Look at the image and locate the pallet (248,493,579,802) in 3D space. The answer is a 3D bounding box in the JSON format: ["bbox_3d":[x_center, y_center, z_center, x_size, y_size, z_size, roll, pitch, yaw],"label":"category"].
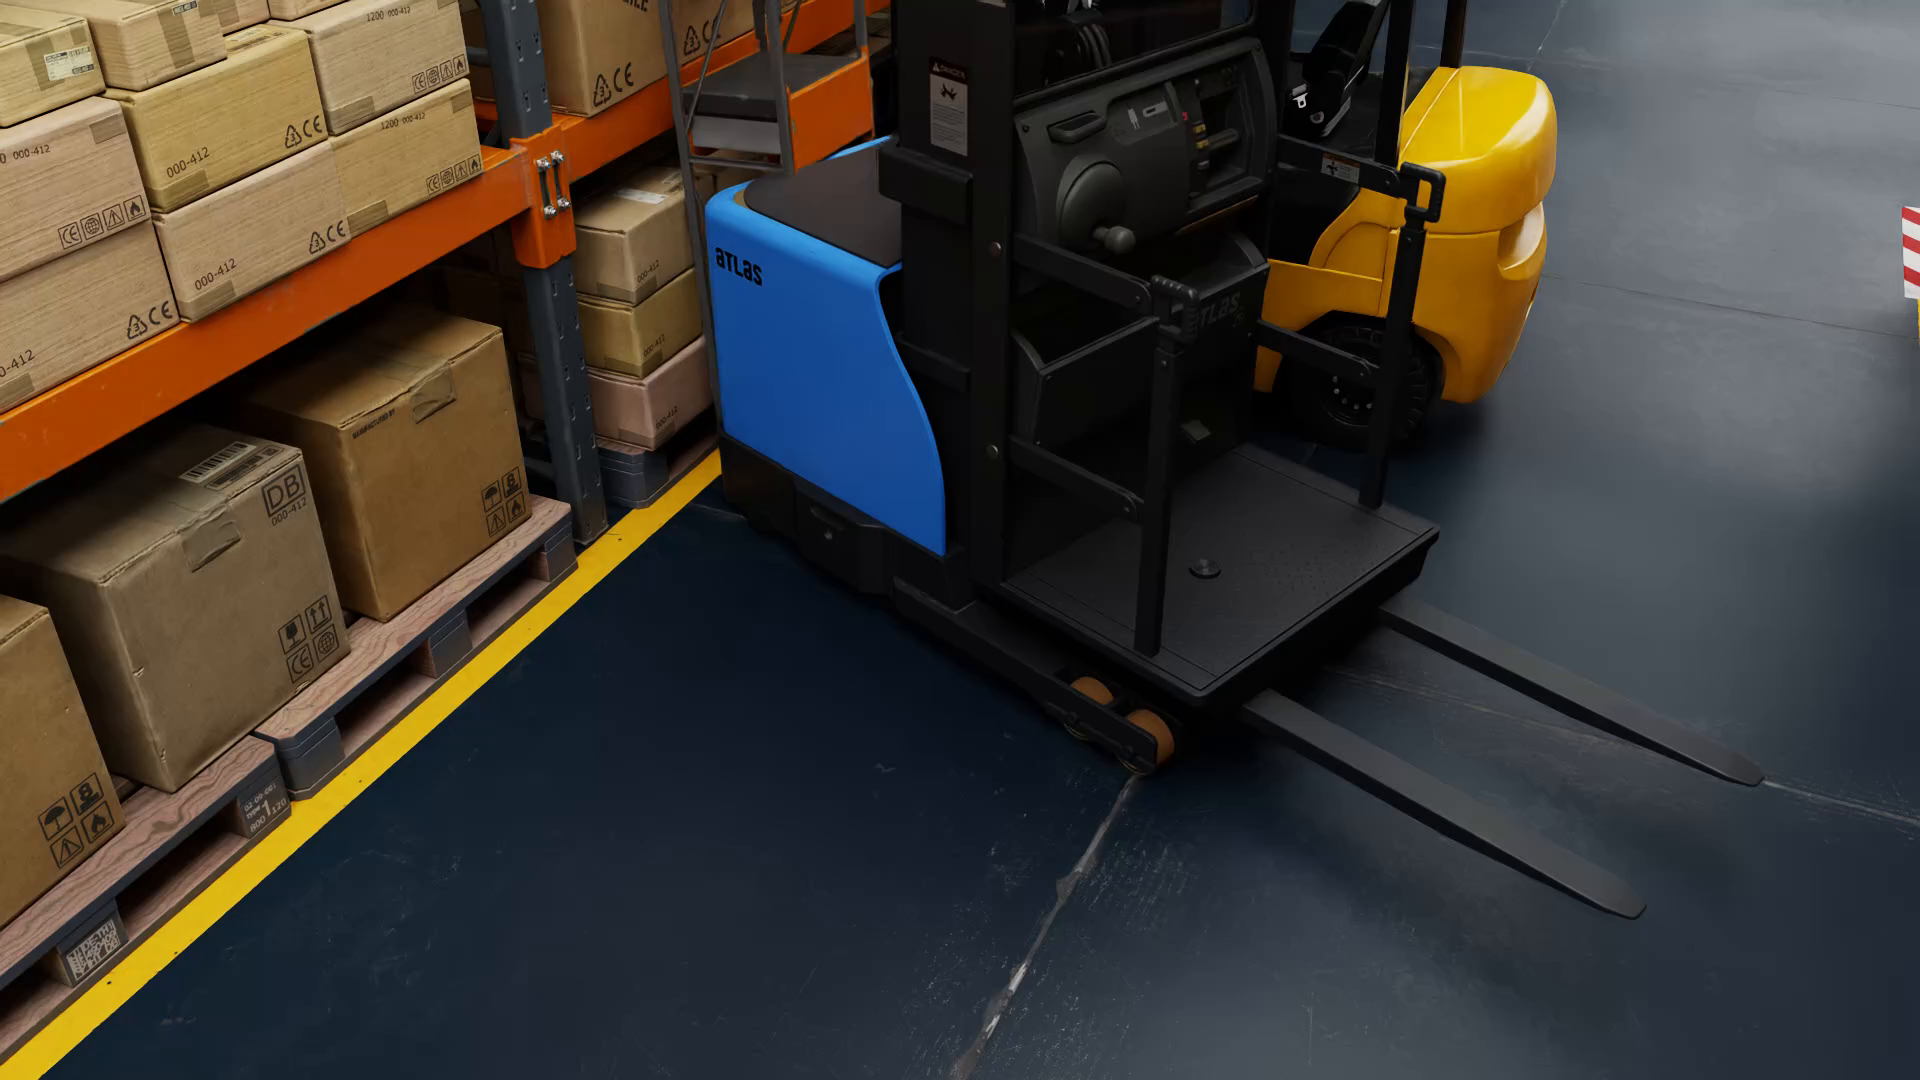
[{"bbox_3d":[-1.869,0.169,4.799,1.003,0.211,1.213,14,36,20],"label":"pallet"}]

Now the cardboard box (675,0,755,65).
[{"bbox_3d":[-0.971,-1.839,5.228,0.500,0.500,0.500,15,36,21],"label":"cardboard box"}]

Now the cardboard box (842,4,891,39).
[{"bbox_3d":[-0.243,-1.999,6.775,0.500,0.250,0.500,15,36,21],"label":"cardboard box"}]

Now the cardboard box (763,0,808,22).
[{"bbox_3d":[-0.760,-2.091,5.613,0.500,0.500,0.500,14,36,20],"label":"cardboard box"}]

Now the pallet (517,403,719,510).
[{"bbox_3d":[-1.226,-0.593,5.962,1.003,0.211,1.213,14,36,20],"label":"pallet"}]

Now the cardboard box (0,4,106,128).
[{"bbox_3d":[-1.936,-0.945,3.272,0.380,0.149,0.250,13,36,19],"label":"cardboard box"}]

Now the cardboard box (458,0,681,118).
[{"bbox_3d":[-1.174,-1.576,4.826,0.500,0.500,0.500,13,35,19],"label":"cardboard box"}]

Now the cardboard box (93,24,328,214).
[{"bbox_3d":[-1.779,-0.958,3.656,0.500,0.250,0.500,13,36,19],"label":"cardboard box"}]

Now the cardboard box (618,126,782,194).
[{"bbox_3d":[-0.886,-1.238,5.615,0.500,0.250,0.500,14,36,21],"label":"cardboard box"}]

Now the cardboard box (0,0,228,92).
[{"bbox_3d":[-1.769,-1.061,3.449,0.380,0.149,0.250,13,35,19],"label":"cardboard box"}]

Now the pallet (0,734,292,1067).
[{"bbox_3d":[-2.379,0.779,3.869,1.003,0.211,1.213,14,36,20],"label":"pallet"}]

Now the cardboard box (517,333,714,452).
[{"bbox_3d":[-1.094,-0.563,5.498,0.500,0.250,0.500,15,36,21],"label":"cardboard box"}]

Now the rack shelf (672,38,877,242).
[{"bbox_3d":[-0.559,-1.223,5.157,0.431,0.518,0.480,11,33,24],"label":"rack shelf"}]

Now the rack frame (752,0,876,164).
[{"bbox_3d":[-0.453,-1.351,5.337,0.400,2.100,0.015,11,33,24],"label":"rack frame"}]

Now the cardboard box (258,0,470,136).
[{"bbox_3d":[-1.570,-1.216,4.050,0.500,0.250,0.500,13,36,19],"label":"cardboard box"}]

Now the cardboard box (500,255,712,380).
[{"bbox_3d":[-1.114,-0.778,5.369,0.500,0.250,0.500,14,36,20],"label":"cardboard box"}]

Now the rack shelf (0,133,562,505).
[{"bbox_3d":[-2.433,-0.076,3.286,1.077,0.370,4.000,14,36,20],"label":"rack shelf"}]

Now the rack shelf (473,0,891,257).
[{"bbox_3d":[-0.760,-2.068,6.324,1.077,0.370,4.000,14,36,20],"label":"rack shelf"}]

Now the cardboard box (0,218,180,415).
[{"bbox_3d":[-2.011,-0.507,3.424,0.500,0.250,0.500,14,36,21],"label":"cardboard box"}]

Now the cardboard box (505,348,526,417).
[{"bbox_3d":[-1.577,-0.687,5.686,0.500,0.250,0.500,15,36,21],"label":"cardboard box"}]

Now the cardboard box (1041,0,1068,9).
[{"bbox_3d":[0.167,-2.508,7.552,0.500,0.250,0.500,15,36,22],"label":"cardboard box"}]

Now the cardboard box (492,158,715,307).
[{"bbox_3d":[-1.109,-0.986,5.230,0.500,0.250,0.500,14,36,20],"label":"cardboard box"}]

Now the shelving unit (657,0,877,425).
[{"bbox_3d":[-0.560,-1.235,5.150,0.431,2.100,0.503,11,33,24],"label":"shelving unit"}]

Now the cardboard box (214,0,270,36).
[{"bbox_3d":[-1.780,-1.222,3.696,0.380,0.149,0.250,14,36,20],"label":"cardboard box"}]

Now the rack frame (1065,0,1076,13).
[{"bbox_3d":[0.077,-3.365,7.646,1.000,3.000,0.127,14,36,20],"label":"rack frame"}]

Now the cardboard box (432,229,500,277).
[{"bbox_3d":[-1.566,-1.106,5.414,0.500,0.250,0.500,15,36,21],"label":"cardboard box"}]

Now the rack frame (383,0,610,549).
[{"bbox_3d":[-1.597,-1.373,4.608,1.000,3.000,0.127,14,36,20],"label":"rack frame"}]

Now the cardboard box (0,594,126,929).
[{"bbox_3d":[-2.449,0.467,3.585,0.875,0.625,0.625,13,35,19],"label":"cardboard box"}]

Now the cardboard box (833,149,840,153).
[{"bbox_3d":[-0.688,-1.488,5.997,0.500,0.250,0.500,15,36,22],"label":"cardboard box"}]

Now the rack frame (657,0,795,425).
[{"bbox_3d":[-0.666,-1.119,4.964,0.400,2.100,0.015,11,33,24],"label":"rack frame"}]

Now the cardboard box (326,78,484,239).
[{"bbox_3d":[-1.570,-0.999,4.175,0.500,0.250,0.500,15,36,22],"label":"cardboard box"}]

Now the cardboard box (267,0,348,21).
[{"bbox_3d":[-1.629,-1.332,3.863,0.380,0.149,0.250,14,36,20],"label":"cardboard box"}]

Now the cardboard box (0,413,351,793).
[{"bbox_3d":[-2.136,0.092,4.157,0.875,0.625,0.625,14,36,20],"label":"cardboard box"}]

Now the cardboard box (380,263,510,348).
[{"bbox_3d":[-1.579,-0.897,5.551,0.500,0.250,0.500,13,36,19],"label":"cardboard box"}]

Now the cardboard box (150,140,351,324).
[{"bbox_3d":[-1.775,-0.747,3.791,0.500,0.250,0.500,14,36,20],"label":"cardboard box"}]

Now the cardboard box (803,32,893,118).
[{"bbox_3d":[-0.462,-1.748,6.393,0.500,0.250,0.500,13,36,20],"label":"cardboard box"}]

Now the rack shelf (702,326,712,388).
[{"bbox_3d":[-0.522,-0.620,5.510,0.431,0.518,0.480,11,33,24],"label":"rack shelf"}]

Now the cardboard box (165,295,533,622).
[{"bbox_3d":[-1.805,-0.293,4.744,0.875,0.625,0.625,16,36,23],"label":"cardboard box"}]

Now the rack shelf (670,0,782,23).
[{"bbox_3d":[-0.596,-1.826,4.804,0.431,0.518,0.480,11,33,24],"label":"rack shelf"}]

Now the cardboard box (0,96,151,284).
[{"bbox_3d":[-1.998,-0.705,3.270,0.500,0.250,0.500,15,36,21],"label":"cardboard box"}]

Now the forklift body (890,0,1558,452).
[{"bbox_3d":[0.941,-1.647,5.800,2.313,2.155,1.214,14,36,20],"label":"forklift body"}]

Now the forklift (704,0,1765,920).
[{"bbox_3d":[0.632,-0.939,4.008,1.130,2.935,3.031,-28,43,-36],"label":"forklift"}]
